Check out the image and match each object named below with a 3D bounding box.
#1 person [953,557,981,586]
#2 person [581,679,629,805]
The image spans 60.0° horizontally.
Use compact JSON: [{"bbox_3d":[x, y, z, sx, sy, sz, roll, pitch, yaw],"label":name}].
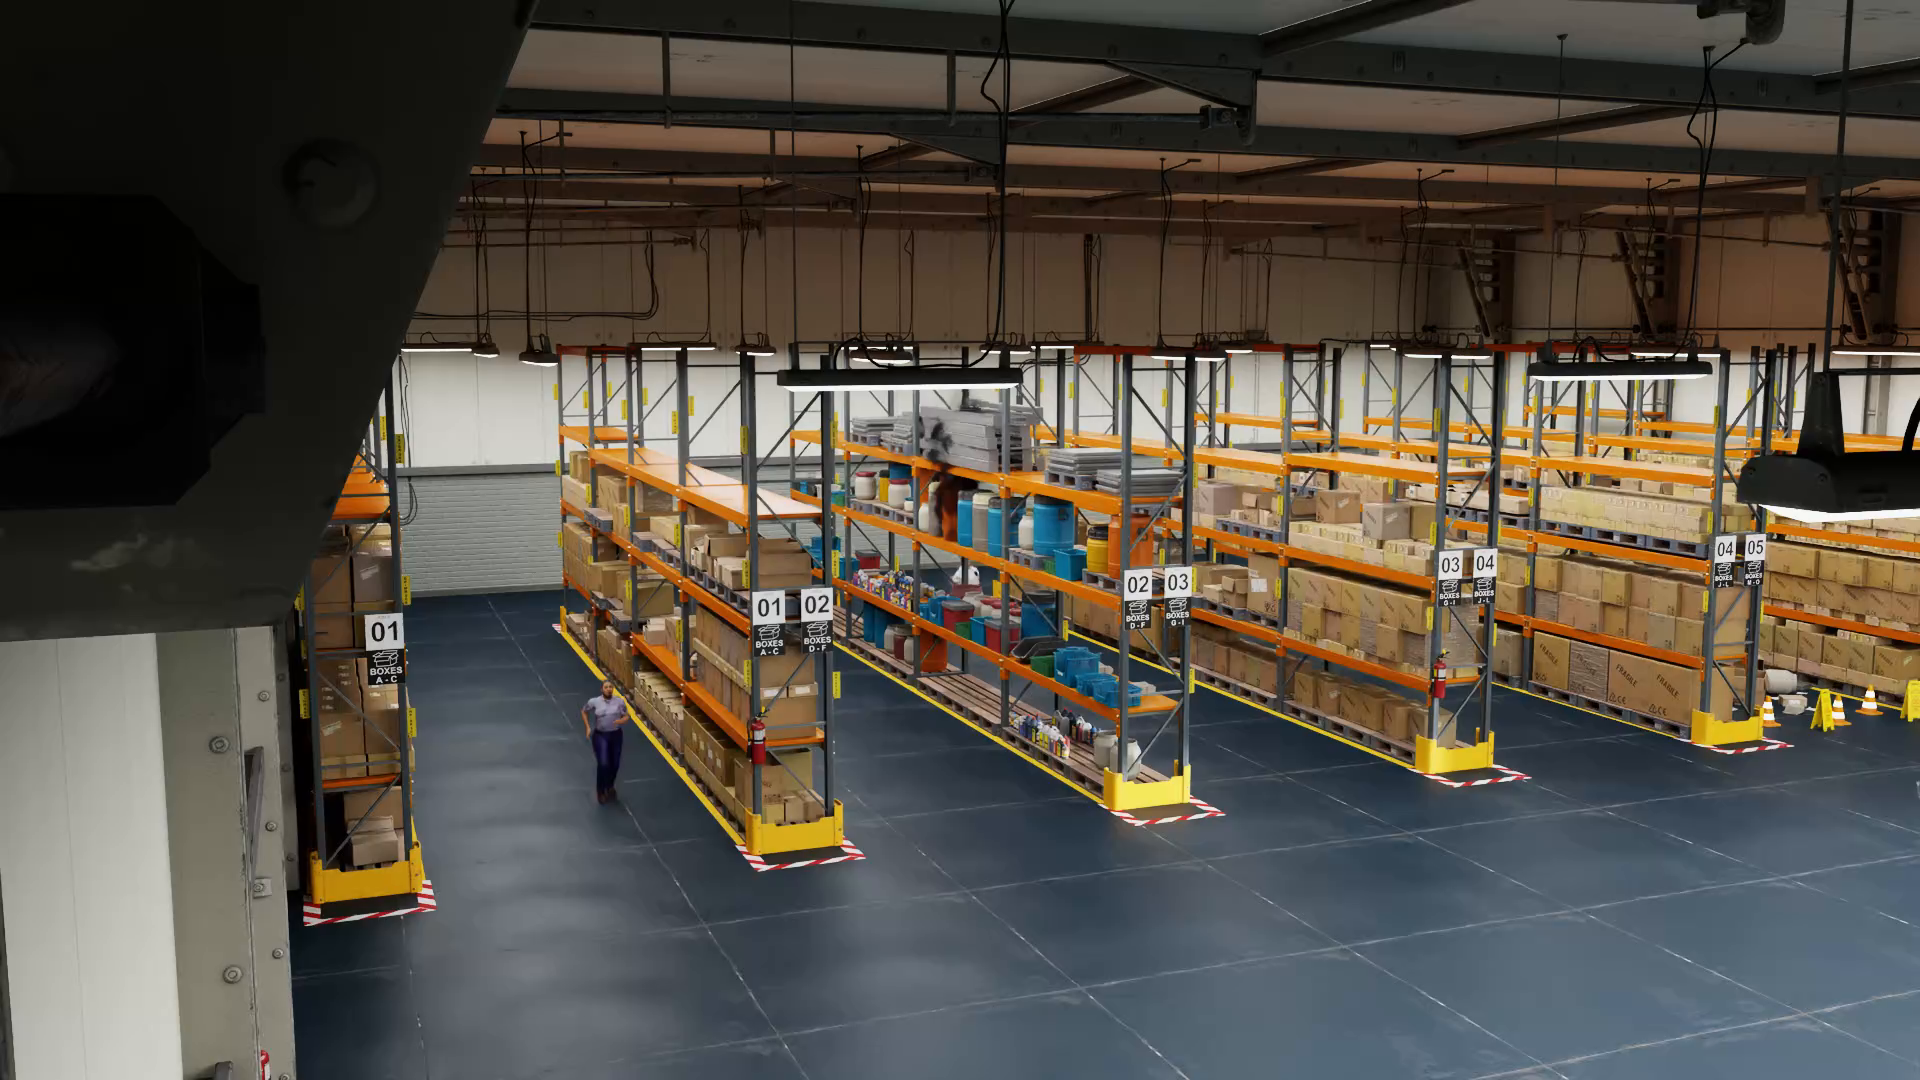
[{"bbox_3d":[0.177,1.140,34.193,0.664,1.742,0.599,-4,8,-29],"label":"person"},{"bbox_3d":[-4.730,2.699,22.323,0.575,1.689,0.711,-4,8,-26],"label":"person"}]
